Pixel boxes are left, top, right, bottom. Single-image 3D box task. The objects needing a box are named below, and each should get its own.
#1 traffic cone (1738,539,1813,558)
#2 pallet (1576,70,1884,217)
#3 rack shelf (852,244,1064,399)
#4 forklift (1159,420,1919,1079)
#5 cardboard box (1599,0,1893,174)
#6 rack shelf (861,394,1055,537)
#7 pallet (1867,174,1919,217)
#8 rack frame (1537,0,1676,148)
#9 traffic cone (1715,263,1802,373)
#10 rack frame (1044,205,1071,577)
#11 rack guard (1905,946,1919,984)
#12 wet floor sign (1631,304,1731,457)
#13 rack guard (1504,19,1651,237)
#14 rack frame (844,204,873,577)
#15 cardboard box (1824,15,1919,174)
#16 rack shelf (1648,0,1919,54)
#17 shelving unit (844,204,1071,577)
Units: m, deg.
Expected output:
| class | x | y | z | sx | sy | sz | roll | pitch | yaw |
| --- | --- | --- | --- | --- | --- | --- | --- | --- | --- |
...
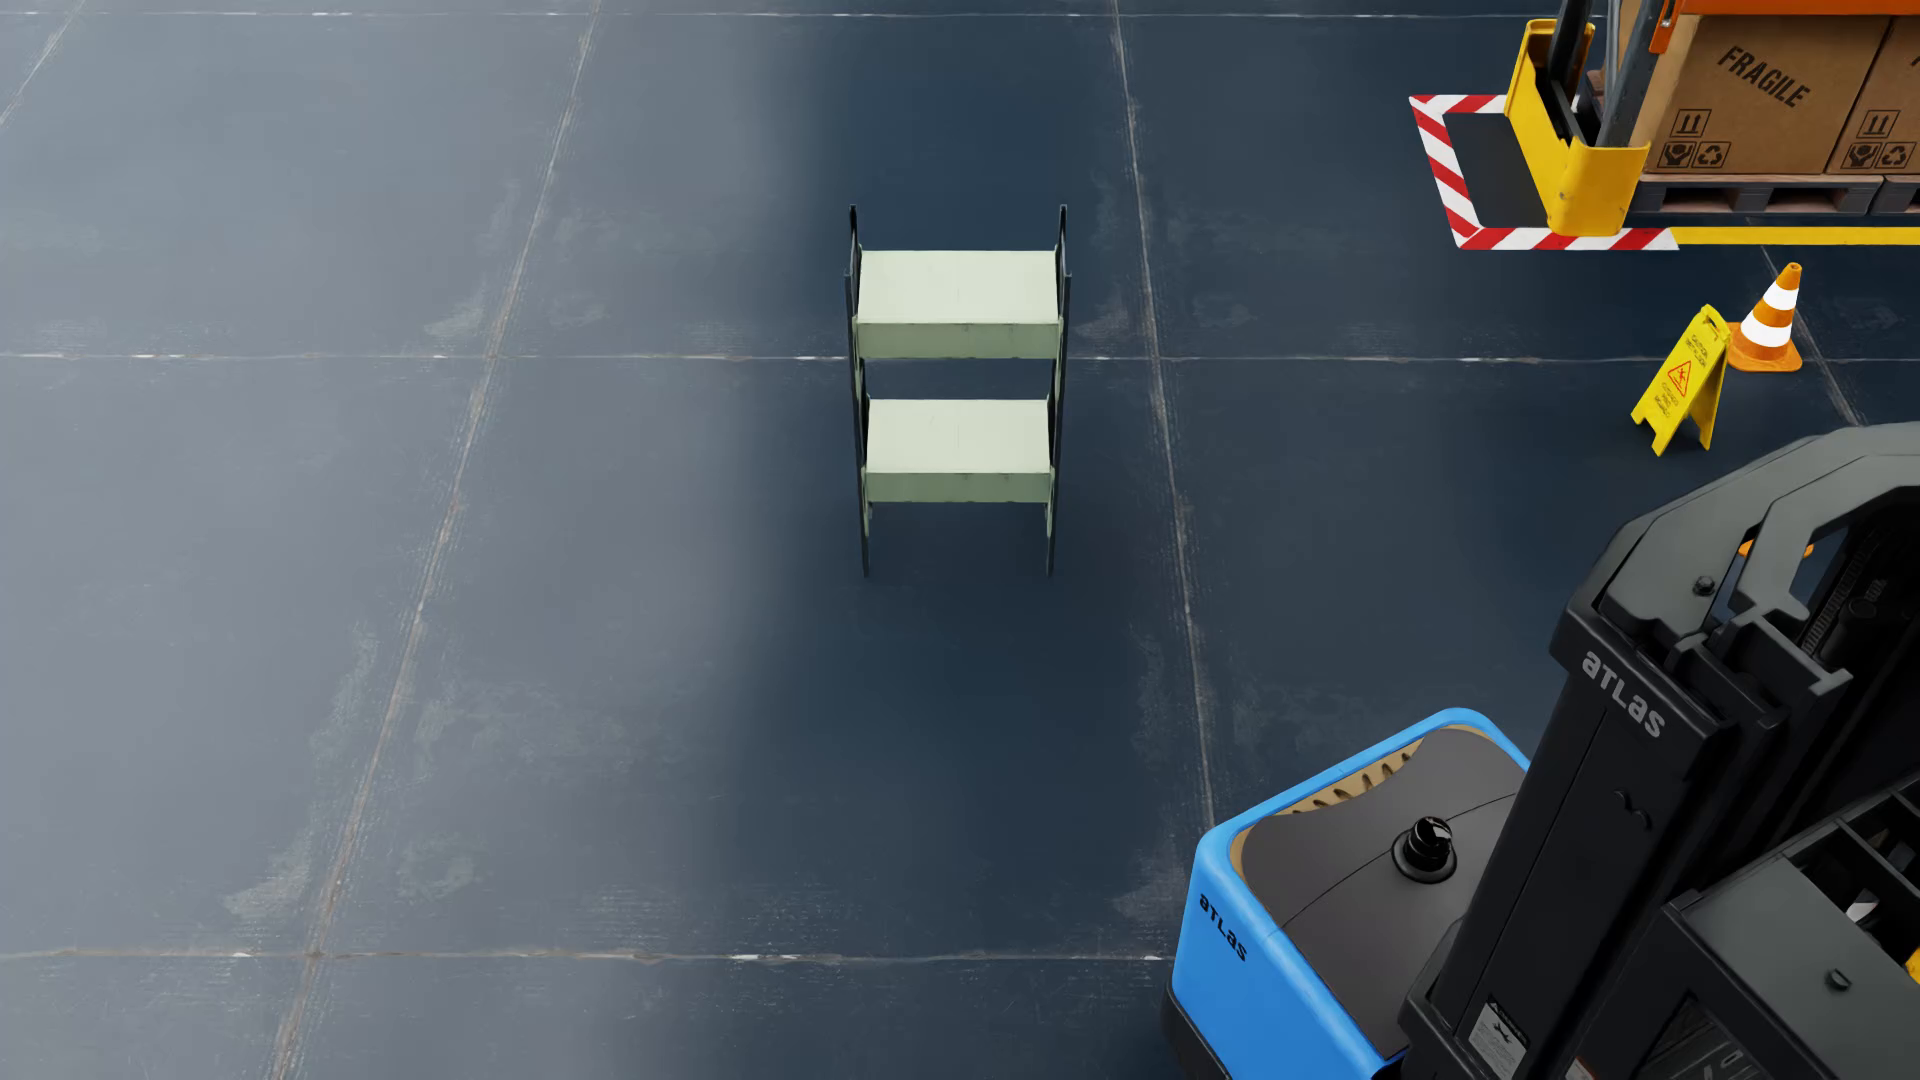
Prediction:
| class | x | y | z | sx | sy | sz | roll | pitch | yaw |
| --- | --- | --- | --- | --- | --- | --- | --- | --- | --- |
| traffic cone | 3.281 | -0.203 | 6.623 | 0.334 | 0.463 | 0.336 | 0 | 47 | 0 |
| pallet | 3.899 | -2.040 | 8.504 | 1.213 | 0.211 | 1.003 | 0 | 47 | 0 |
| rack shelf | -0.007 | -0.777 | 5.915 | 0.720 | 0.370 | 0.431 | 0 | 47 | 0 |
| forklift | 1.793 | 1.312 | 3.526 | 1.130 | 2.935 | 3.031 | -23 | 51 | -20 |
| cardboard box | 3.778 | -2.400 | 8.100 | 0.875 | 0.875 | 0.875 | 0 | 47 | 0 |
| rack shelf | -0.007 | -0.289 | 6.440 | 0.720 | 0.370 | 0.431 | 0 | 47 | 0 |
| pallet | 5.116 | -2.034 | 8.499 | 1.213 | 0.211 | 1.003 | 0 | 47 | 0 |
| rack frame | 3.099 | -2.935 | 7.432 | 0.127 | 3.000 | 1.000 | 0 | 47 | 0 |
| traffic cone | 3.625 | -1.030 | 7.392 | 0.334 | 0.463 | 0.336 | 0 | 47 | 0 |
| rack frame | 0.359 | -0.510 | 6.200 | 0.023 | 1.500 | 0.400 | 0 | 47 | 0 |
| rack guard | 3.258 | 1.541 | 4.974 | 0.348 | 0.500 | 1.175 | 0 | 47 | 0 |
| wet floor sign | 3.063 | -0.683 | 6.945 | 0.232 | 0.644 | 0.267 | -7 | 47 | -7 |
| rack guard | 3.075 | -2.083 | 8.347 | 0.348 | 0.500 | 1.175 | 0 | 47 | 0 |
| rack frame | -0.373 | -0.512 | 6.202 | 0.023 | 1.500 | 0.400 | 0 | 47 | 0 |
| cardboard box | 4.658 | -2.400 | 8.099 | 0.875 | 0.875 | 0.875 | -1 | 47 | 0 |
| rack shelf | 5.099 | -2.684 | 7.691 | 4.000 | 0.370 | 1.077 | 0 | 47 | 0 |
| shelving unit | -0.007 | -0.511 | 6.201 | 0.755 | 1.500 | 0.431 | 0 | 47 | 0 |
